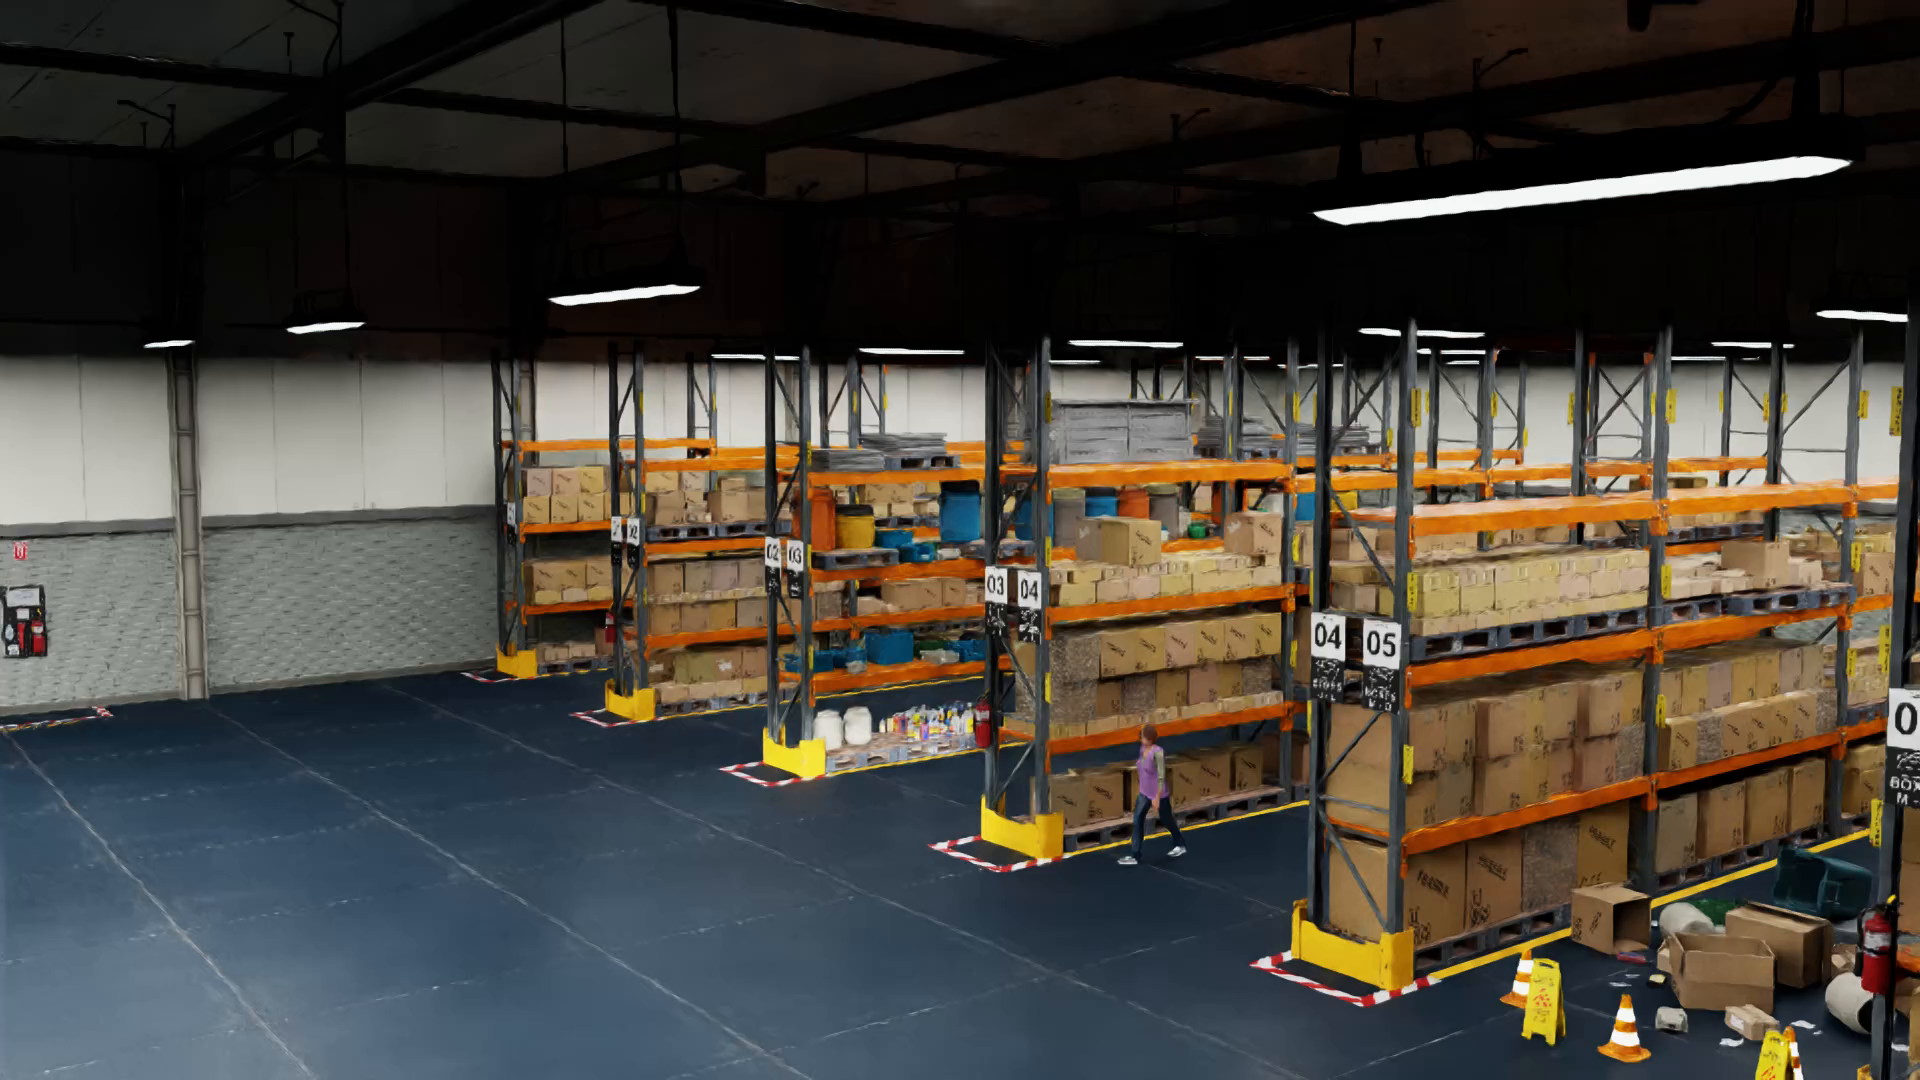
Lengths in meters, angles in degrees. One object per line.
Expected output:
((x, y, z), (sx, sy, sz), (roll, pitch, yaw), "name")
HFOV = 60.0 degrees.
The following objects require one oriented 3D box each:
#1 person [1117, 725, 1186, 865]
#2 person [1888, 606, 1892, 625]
((2.142, 2.785, 18.271), (0.948, 1.539, 0.432), (-4, 6, -38), "person")
((17.139, 1.662, 30.230), (0.982, 1.702, 0.580), (-1, 5, -15), "person")
